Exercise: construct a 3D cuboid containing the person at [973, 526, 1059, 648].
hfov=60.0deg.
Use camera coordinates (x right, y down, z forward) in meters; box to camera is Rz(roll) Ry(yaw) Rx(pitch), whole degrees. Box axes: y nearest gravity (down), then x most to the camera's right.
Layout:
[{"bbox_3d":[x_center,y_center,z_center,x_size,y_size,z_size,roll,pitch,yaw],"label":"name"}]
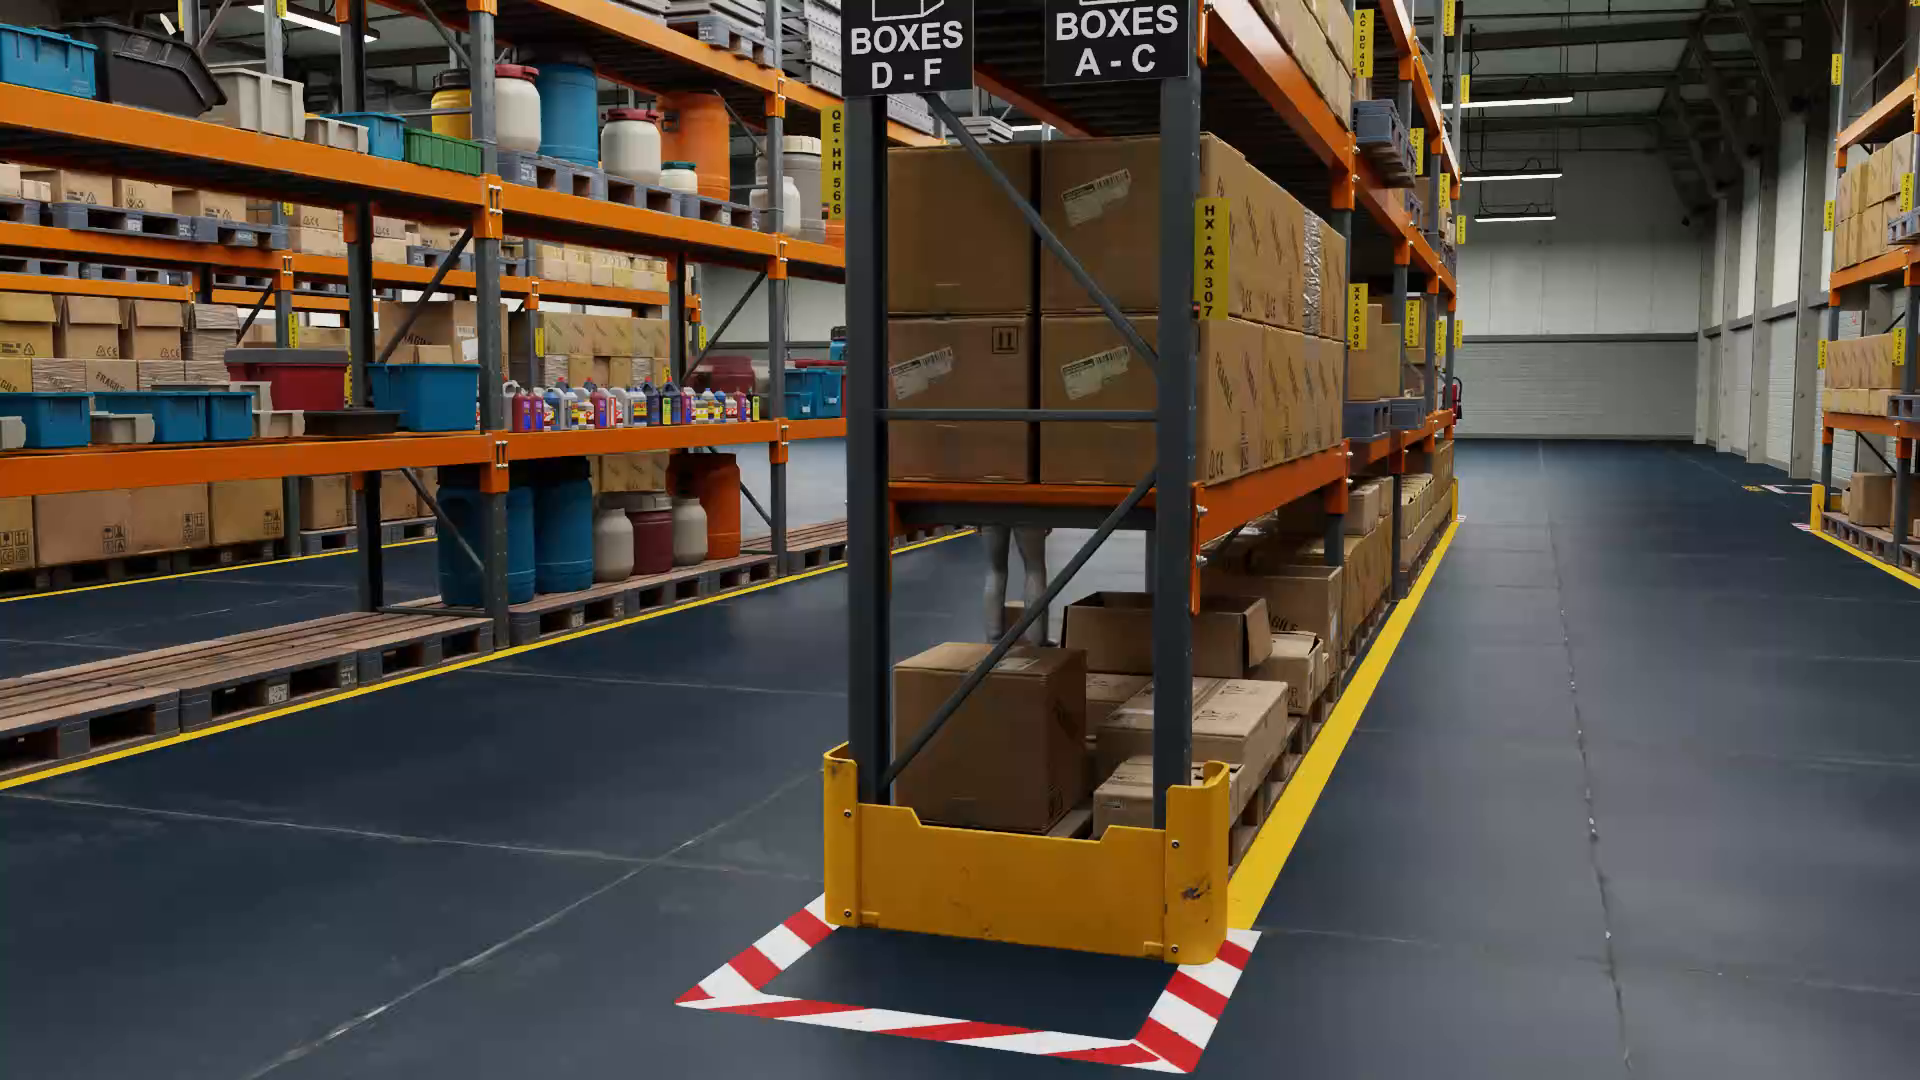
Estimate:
[{"bbox_3d":[0.325,-0.159,9.964,0.530,1.657,0.398,1,6,15],"label":"person"}]
